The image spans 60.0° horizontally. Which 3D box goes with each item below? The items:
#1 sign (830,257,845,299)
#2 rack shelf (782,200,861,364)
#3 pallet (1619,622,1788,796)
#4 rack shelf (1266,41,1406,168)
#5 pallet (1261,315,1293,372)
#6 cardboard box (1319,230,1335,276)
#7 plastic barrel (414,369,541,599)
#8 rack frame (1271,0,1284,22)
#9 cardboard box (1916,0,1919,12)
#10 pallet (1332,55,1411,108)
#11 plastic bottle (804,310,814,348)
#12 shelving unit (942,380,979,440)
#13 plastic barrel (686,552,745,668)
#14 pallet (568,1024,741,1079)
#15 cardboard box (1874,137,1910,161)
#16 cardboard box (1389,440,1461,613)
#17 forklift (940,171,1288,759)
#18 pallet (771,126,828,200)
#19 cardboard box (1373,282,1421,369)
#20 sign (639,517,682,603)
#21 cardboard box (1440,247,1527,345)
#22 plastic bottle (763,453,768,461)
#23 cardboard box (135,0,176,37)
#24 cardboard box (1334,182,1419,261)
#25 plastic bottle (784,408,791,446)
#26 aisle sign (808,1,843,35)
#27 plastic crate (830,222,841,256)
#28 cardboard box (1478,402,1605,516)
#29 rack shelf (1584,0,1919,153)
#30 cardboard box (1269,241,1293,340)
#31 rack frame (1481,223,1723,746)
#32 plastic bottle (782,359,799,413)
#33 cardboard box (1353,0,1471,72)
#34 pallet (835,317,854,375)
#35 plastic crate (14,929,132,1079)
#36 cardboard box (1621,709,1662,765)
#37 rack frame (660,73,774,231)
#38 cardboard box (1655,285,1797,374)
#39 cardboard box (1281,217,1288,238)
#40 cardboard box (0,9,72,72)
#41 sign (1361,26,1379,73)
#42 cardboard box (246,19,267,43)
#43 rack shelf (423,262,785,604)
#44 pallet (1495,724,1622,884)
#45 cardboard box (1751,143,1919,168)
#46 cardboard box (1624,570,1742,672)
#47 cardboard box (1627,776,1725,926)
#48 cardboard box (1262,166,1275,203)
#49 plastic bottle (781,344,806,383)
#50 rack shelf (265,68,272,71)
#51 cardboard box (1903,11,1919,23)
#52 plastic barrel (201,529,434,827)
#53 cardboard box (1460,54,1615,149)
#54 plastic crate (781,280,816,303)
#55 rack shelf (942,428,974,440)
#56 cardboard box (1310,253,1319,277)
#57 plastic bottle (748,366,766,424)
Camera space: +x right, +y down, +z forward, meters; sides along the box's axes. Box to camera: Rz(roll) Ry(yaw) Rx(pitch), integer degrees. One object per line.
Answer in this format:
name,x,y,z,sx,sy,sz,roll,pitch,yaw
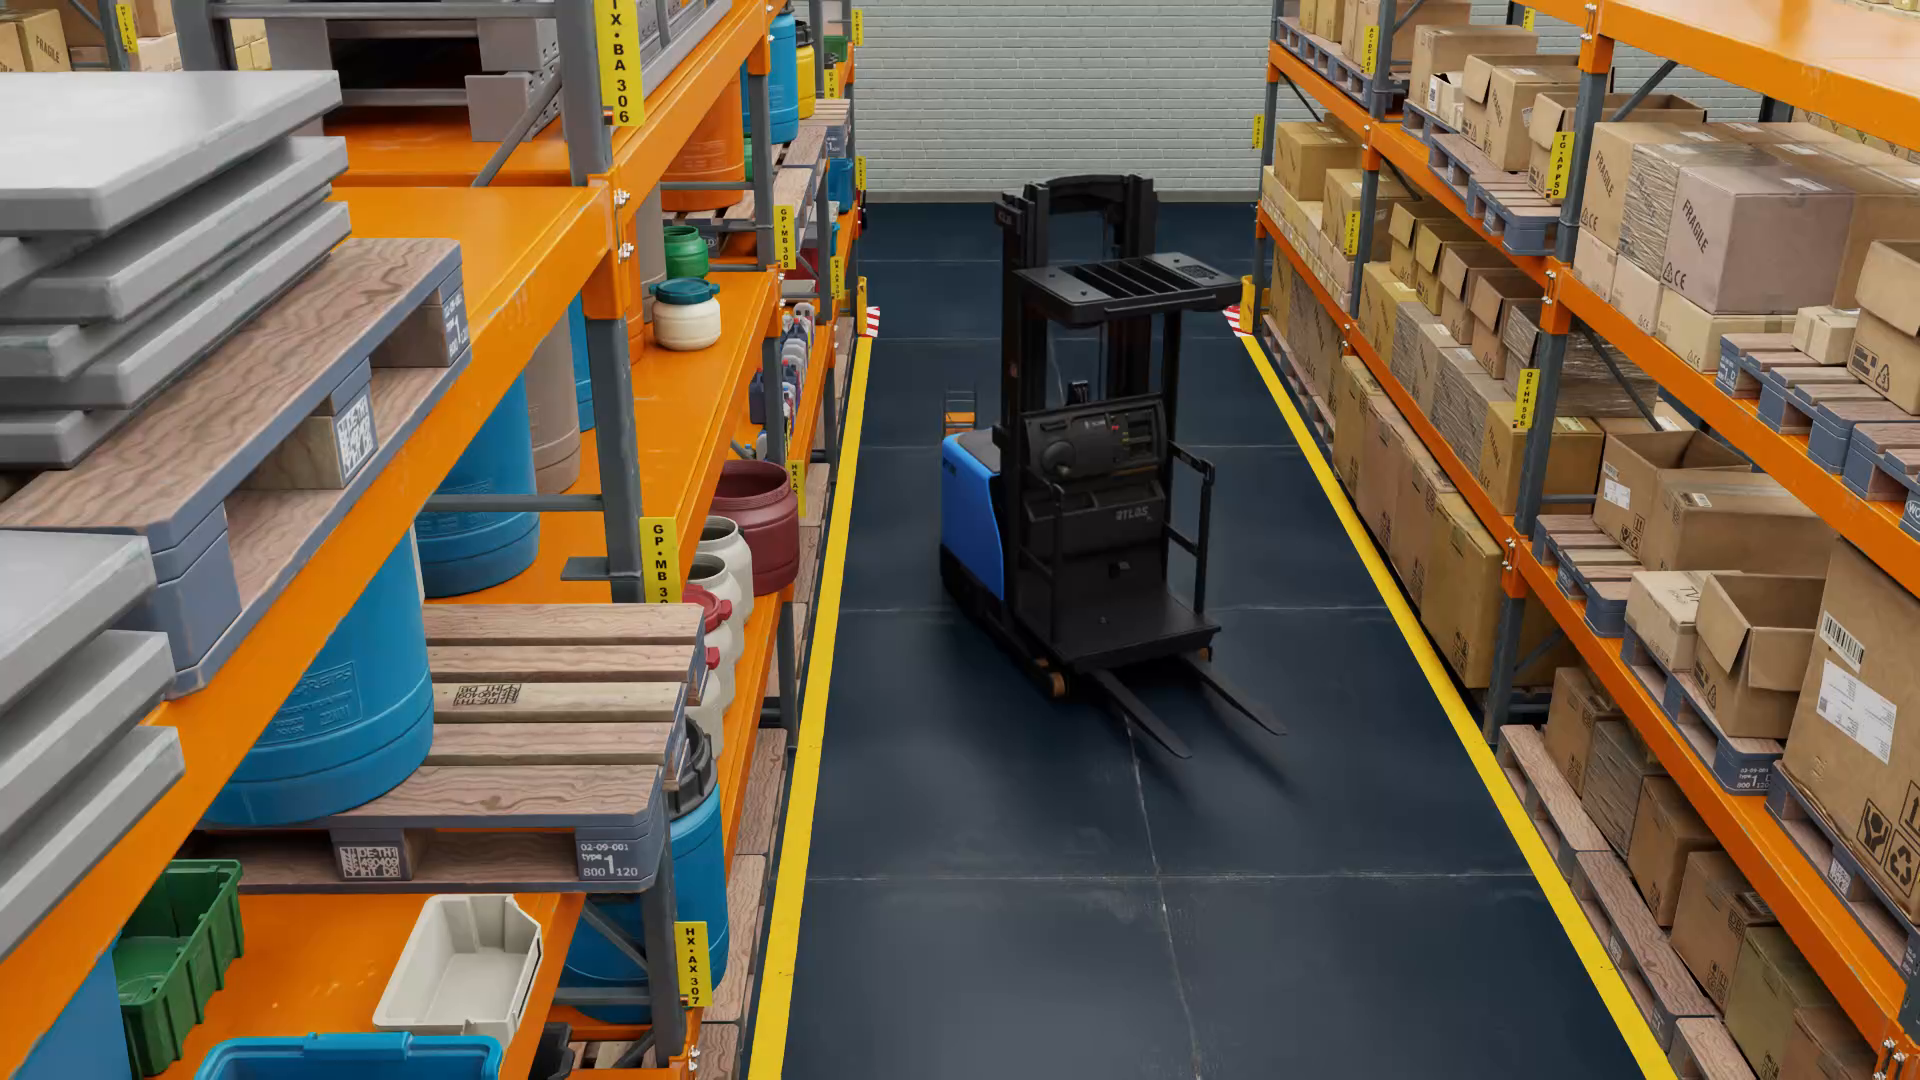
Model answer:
sign,-0.922,-1.969,12.511,0.100,0.325,0.005,0,24,-1
rack shelf,-1.494,-2.337,14.534,1.077,0.370,4.000,0,24,-1
pallet,3.586,0.688,7.205,1.003,0.211,1.213,0,24,-1
rack shelf,3.458,-3.726,13.965,1.077,0.370,4.000,0,24,-1
pallet,3.524,-1.912,16.104,1.003,0.211,1.213,0,24,-1
cardboard box,3.205,-2.324,13.454,0.500,0.250,0.500,0,24,1
plastic barrel,-1.608,-0.348,5.015,0.600,0.901,0.708,0,24,-1
rack frame,3.437,-6.245,15.021,1.000,3.000,0.127,0,24,-1
cardboard box,8.161,-4.425,13.729,0.380,0.149,0.250,1,24,1
pallet,3.482,-3.527,12.759,1.003,0.211,1.213,0,24,-1
plastic bottle,-1.097,-1.532,12.022,0.061,0.283,0.133,0,24,-1
shelving unit,0.000,-0.541,11.873,0.258,1.200,0.189,0,24,-1
plastic barrel,-1.199,0.353,7.578,0.421,0.512,0.421,0,24,0
pallet,-1.433,2.403,6.565,1.003,0.211,1.213,0,24,-1
cardboard box,8.141,-3.310,14.117,0.500,0.500,0.500,-1,24,-2
cardboard box,3.535,-0.090,10.761,1.225,0.875,0.875,0,24,0
forklift,0.912,-0.578,9.856,1.130,2.935,3.031,-10,26,-21
pallet,-1.351,-2.332,10.238,1.003,0.211,1.213,0,24,-1
cardboard box,3.242,-1.511,11.713,0.500,0.500,0.500,0,24,0
sign,-0.835,0.087,4.651,0.100,0.325,0.005,0,24,-1
cardboard box,3.514,-1.564,10.612,0.797,0.503,0.637,1,24,1
plastic bottle,-1.084,-0.362,9.449,0.097,0.271,0.097,0,24,0
cardboard box,-6.333,-4.095,12.573,0.700,0.500,0.500,0,24,-1
cardboard box,3.208,-2.460,12.844,0.500,0.500,0.500,0,24,1
plastic bottle,-1.093,-0.702,10.203,0.097,0.271,0.097,0,24,0
aisle sign,-1.224,-4.705,15.741,0.394,0.787,0.004,0,24,-1
plastic crate,-1.237,-2.595,14.362,0.416,0.233,0.300,0,24,-1
cardboard box,3.271,-0.463,9.395,0.500,0.500,0.500,0,24,1
rack shelf,3.546,-1.614,6.141,1.077,0.370,4.000,0,24,-1
cardboard box,3.524,-2.471,16.026,0.875,0.875,0.875,0,24,-1
rack frame,3.524,-0.215,8.969,1.000,3.000,0.127,0,24,-1
plastic bottle,-1.123,-0.987,10.736,0.144,0.351,0.185,0,24,-1
cardboard box,3.412,-3.835,12.580,0.700,0.500,0.500,-2,24,-4
pallet,-1.546,-1.879,16.031,1.003,0.211,1.213,0,24,-1
plastic crate,-1.663,0.960,2.750,0.392,0.384,0.575,0,24,-1
cardboard box,3.577,0.876,8.145,0.500,0.250,0.500,2,24,5
rack frame,-1.429,-2.926,7.683,1.000,3.000,0.127,0,24,-1
cardboard box,3.295,-0.895,7.015,0.500,0.250,0.500,0,24,1
cardboard box,3.124,-2.826,15.046,0.380,0.149,0.250,-1,24,-2
cardboard box,-6.494,-3.262,11.312,0.600,0.600,0.600,-3,24,-6
sign,2.925,-3.498,11.865,0.100,0.325,0.005,0,24,-1
cardboard box,-6.201,-4.372,14.095,0.500,0.250,0.500,0,24,-1
rack shelf,-1.407,-0.408,6.627,1.077,0.370,4.000,0,24,-1
pallet,3.531,1.378,8.831,1.003,0.211,1.213,0,24,-1
cardboard box,3.796,-1.448,7.328,0.500,0.500,0.500,0,24,-1
cardboard box,3.312,0.354,7.384,0.500,0.250,0.500,-1,24,-2
cardboard box,3.583,1.462,7.761,0.700,0.500,0.500,2,24,4
cardboard box,3.172,-3.380,15.787,0.500,0.250,0.500,-1,24,-2
plastic bottle,-1.134,-1.210,11.319,0.152,0.276,0.135,0,24,-1
rack shelf,-6.447,-3.683,13.870,1.077,0.370,4.000,0,24,-1
cardboard box,8.150,-4.205,13.725,0.500,0.250,0.500,-1,24,-3
plastic barrel,-1.481,0.080,3.559,0.600,0.901,0.708,0,24,-1
cardboard box,3.480,-2.662,10.104,0.797,0.503,0.637,-1,24,-1
plastic crate,-1.335,-1.941,13.031,0.396,0.136,0.243,0,24,-1
rack shelf,0.000,-0.719,11.792,0.258,0.103,0.180,0,24,-1
cardboard box,3.138,-2.297,13.877,0.380,0.149,0.250,0,24,0
plastic bottle,-1.274,-0.931,10.612,0.144,0.351,0.185,0,24,-1
